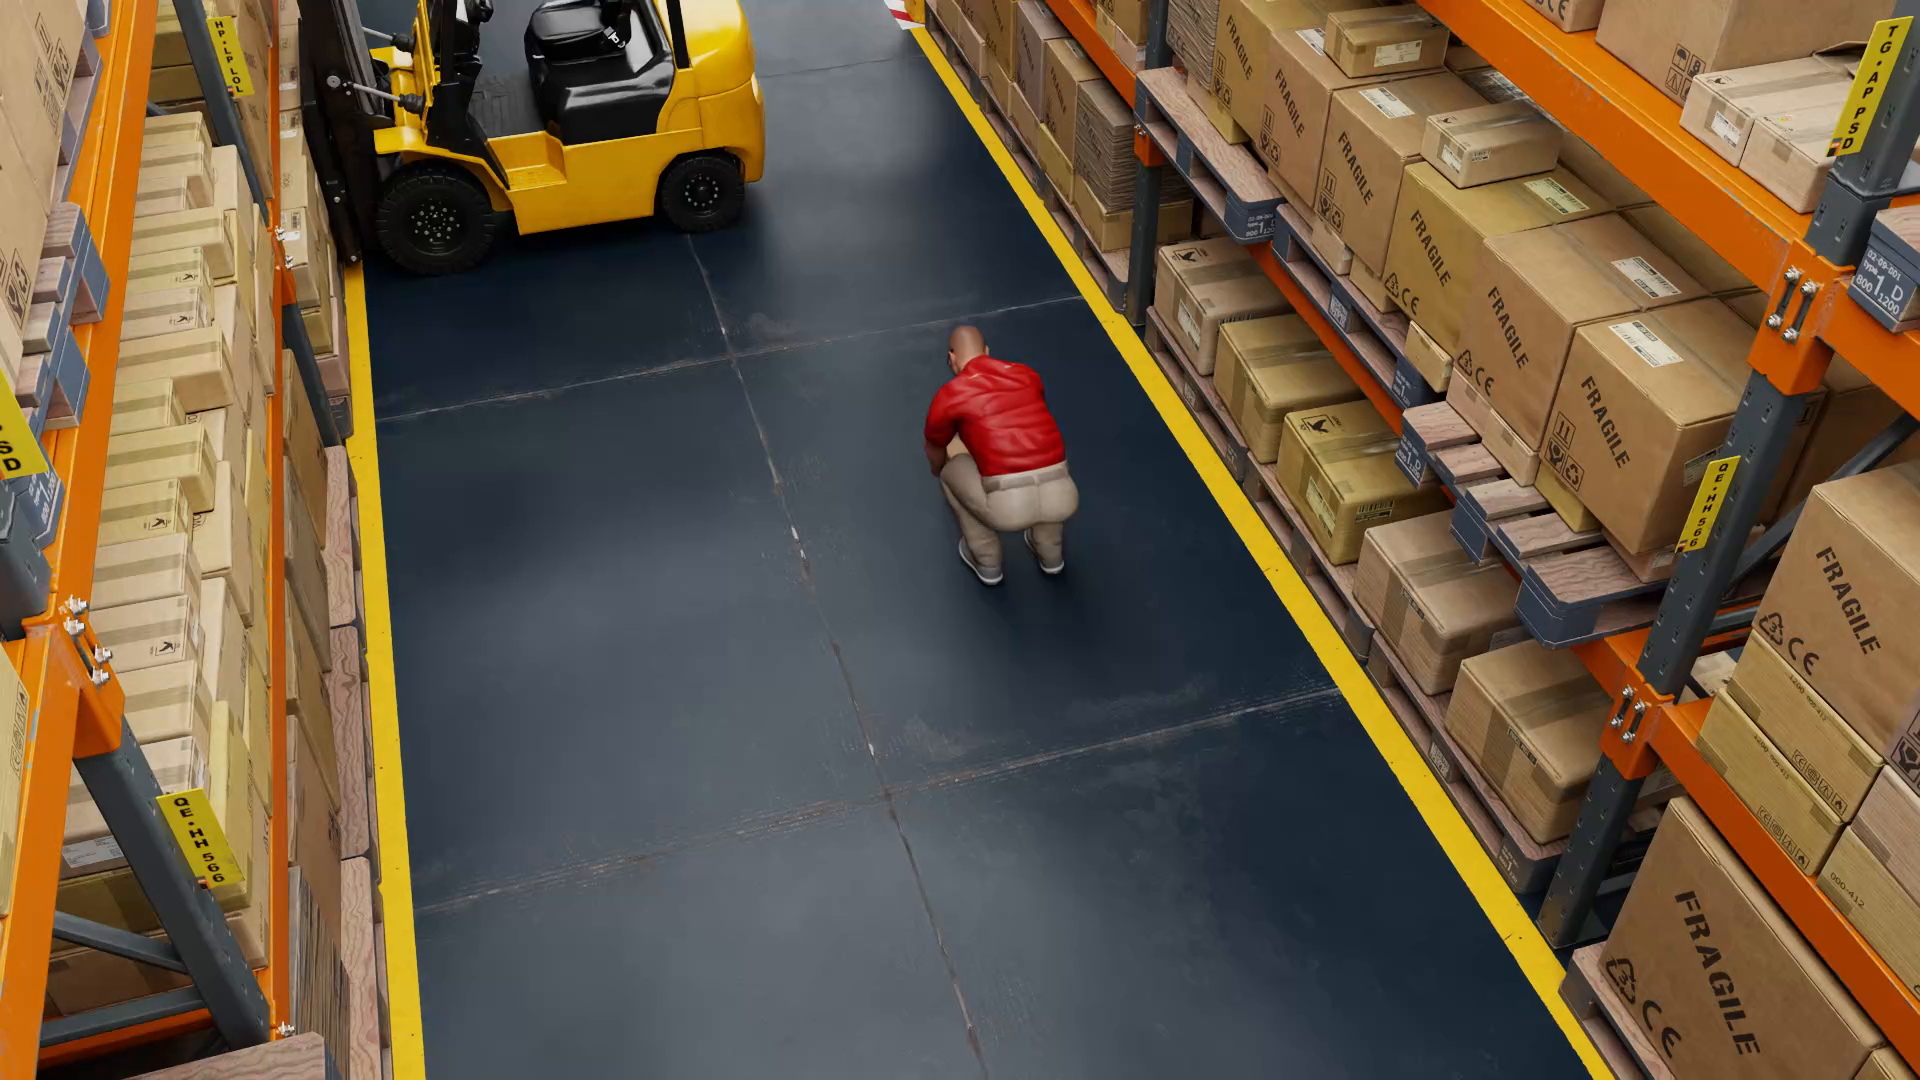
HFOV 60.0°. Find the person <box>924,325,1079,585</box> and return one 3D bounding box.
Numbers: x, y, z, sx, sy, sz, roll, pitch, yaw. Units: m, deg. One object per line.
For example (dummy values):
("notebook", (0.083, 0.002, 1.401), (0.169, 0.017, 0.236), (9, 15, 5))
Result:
("person", (0.166, -0.346, 7.145), (0.571, 0.948, 0.886), (-12, 43, -13))
